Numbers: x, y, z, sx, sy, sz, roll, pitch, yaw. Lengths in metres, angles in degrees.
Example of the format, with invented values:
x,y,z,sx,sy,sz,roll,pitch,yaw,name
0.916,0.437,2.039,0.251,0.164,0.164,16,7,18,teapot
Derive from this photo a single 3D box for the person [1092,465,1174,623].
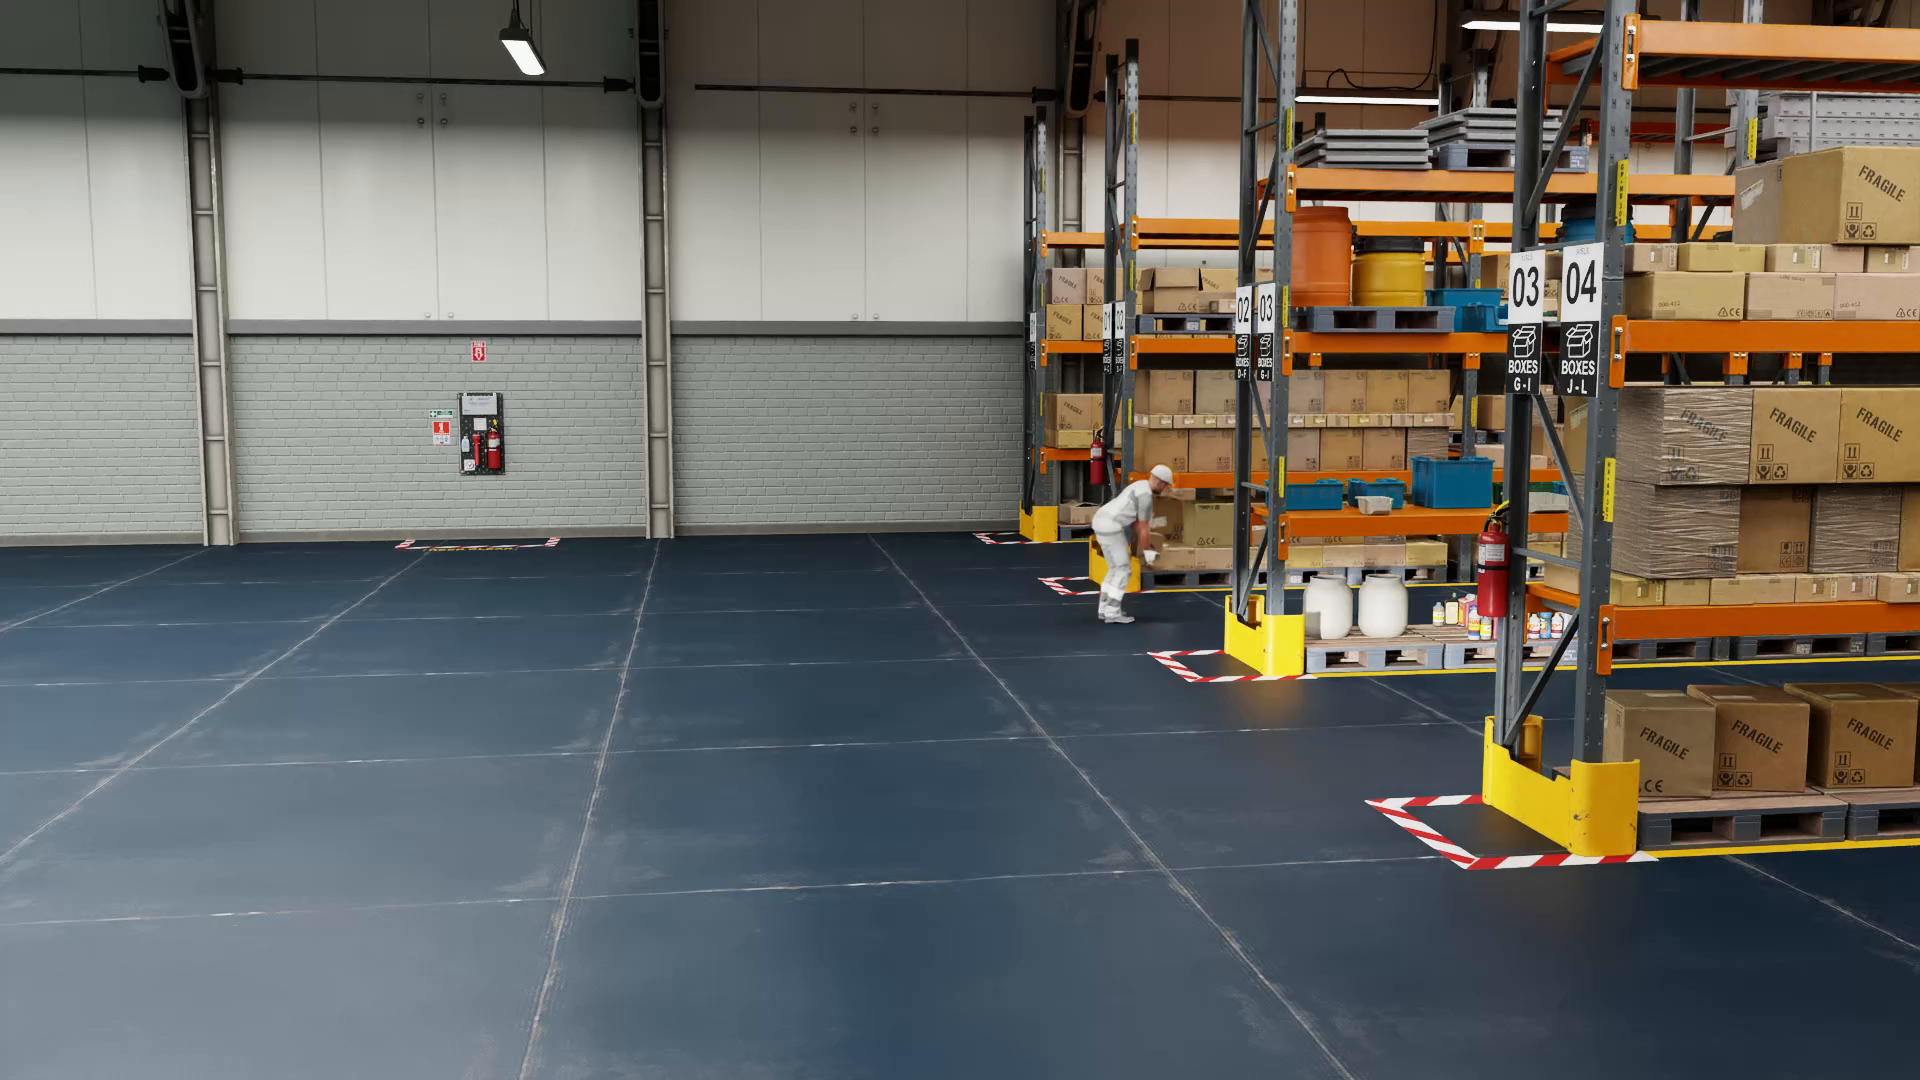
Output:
x,y,z,sx,sy,sz,roll,pitch,yaw,name
1.717,0.032,16.421,0.819,1.540,0.483,-1,6,-10,person
